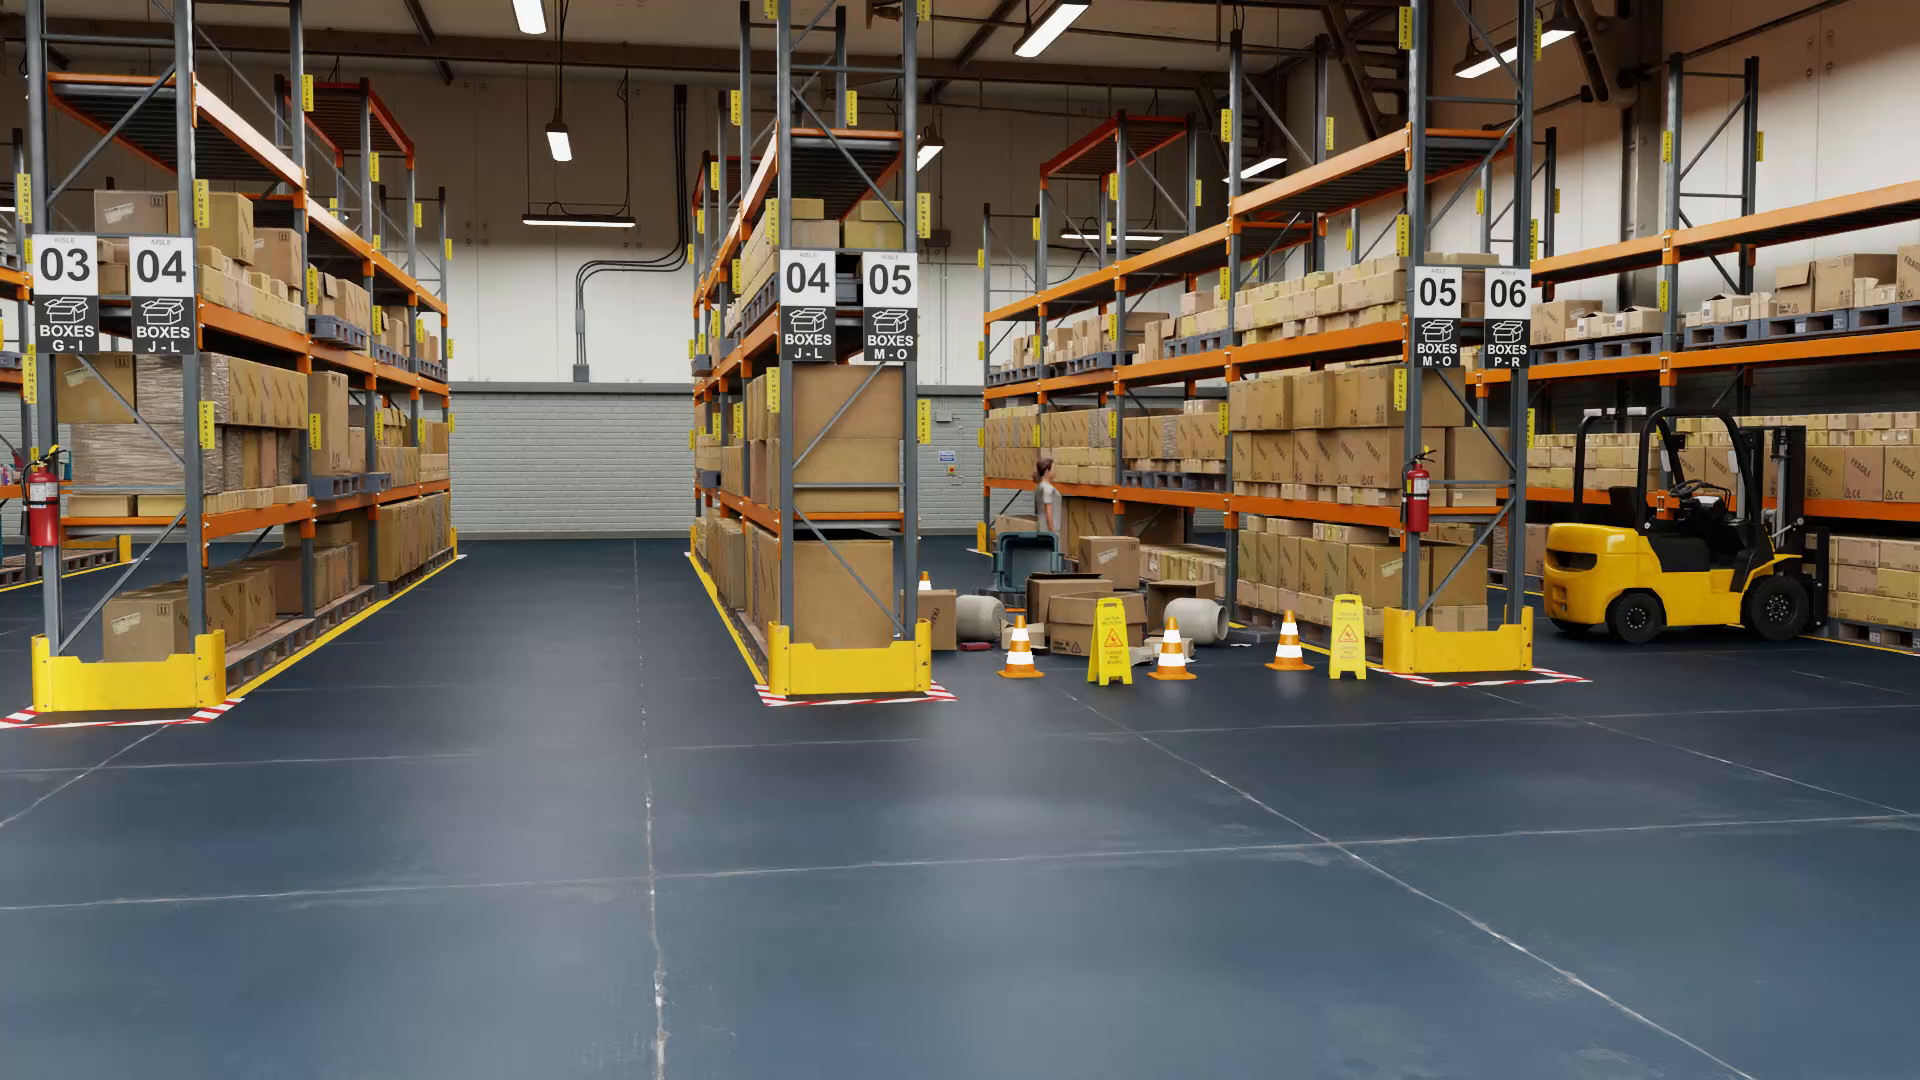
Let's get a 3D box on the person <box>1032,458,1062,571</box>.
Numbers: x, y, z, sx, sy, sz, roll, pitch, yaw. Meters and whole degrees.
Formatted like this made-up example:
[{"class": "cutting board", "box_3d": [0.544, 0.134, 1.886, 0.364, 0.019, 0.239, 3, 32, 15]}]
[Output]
[{"class": "person", "box_3d": [1.021, -0.065, 18.484, 0.469, 1.696, 0.447, -1, 3, -11]}]
